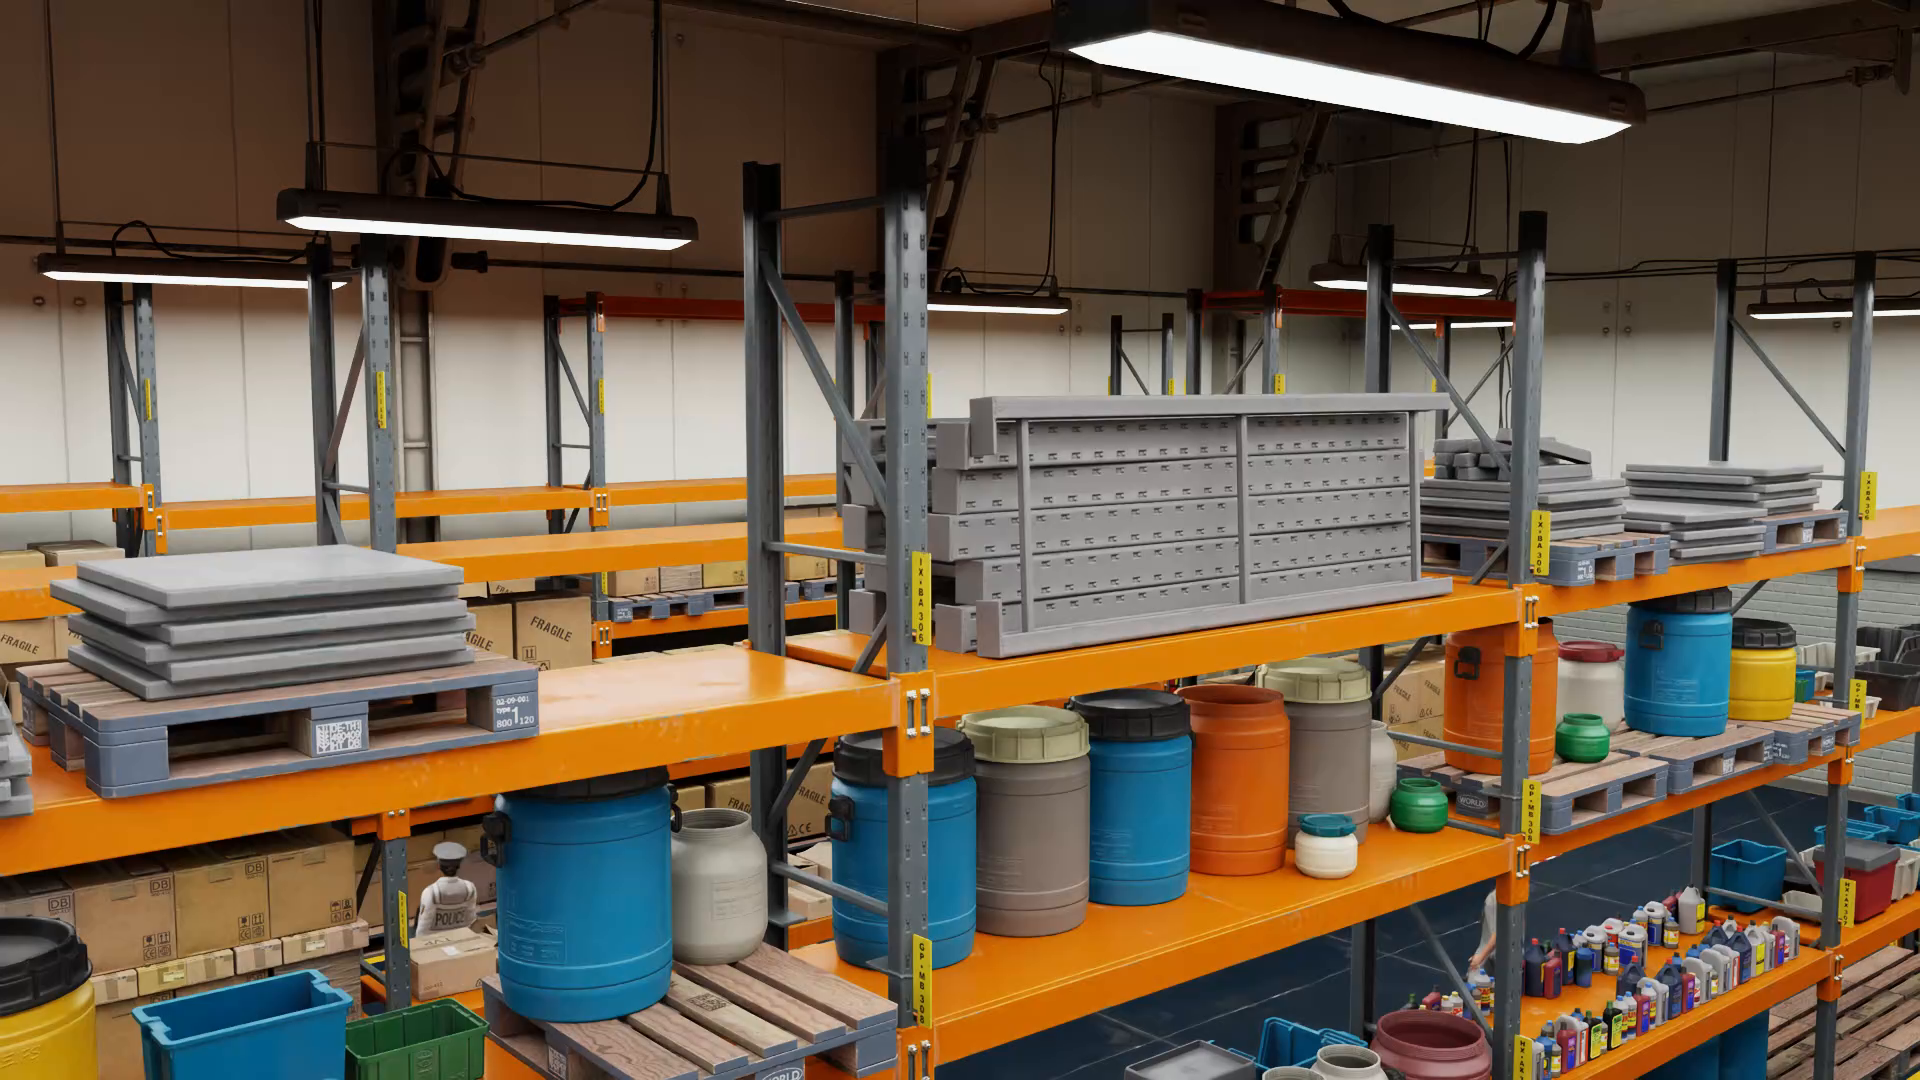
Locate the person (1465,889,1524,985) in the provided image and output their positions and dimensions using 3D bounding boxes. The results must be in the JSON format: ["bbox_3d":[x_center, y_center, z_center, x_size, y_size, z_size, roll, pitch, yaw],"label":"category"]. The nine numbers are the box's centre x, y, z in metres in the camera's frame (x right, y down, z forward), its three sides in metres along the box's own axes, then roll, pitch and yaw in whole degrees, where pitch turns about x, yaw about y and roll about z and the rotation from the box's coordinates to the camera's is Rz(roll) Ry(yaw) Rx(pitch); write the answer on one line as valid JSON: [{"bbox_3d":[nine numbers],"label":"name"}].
[{"bbox_3d":[4.129,3.146,12.674,1.038,1.621,0.408,-2,6,-20],"label":"person"}]

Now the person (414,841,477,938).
[{"bbox_3d":[-3.917,3.143,12.499,0.582,1.717,0.352,-5,7,-42],"label":"person"}]
